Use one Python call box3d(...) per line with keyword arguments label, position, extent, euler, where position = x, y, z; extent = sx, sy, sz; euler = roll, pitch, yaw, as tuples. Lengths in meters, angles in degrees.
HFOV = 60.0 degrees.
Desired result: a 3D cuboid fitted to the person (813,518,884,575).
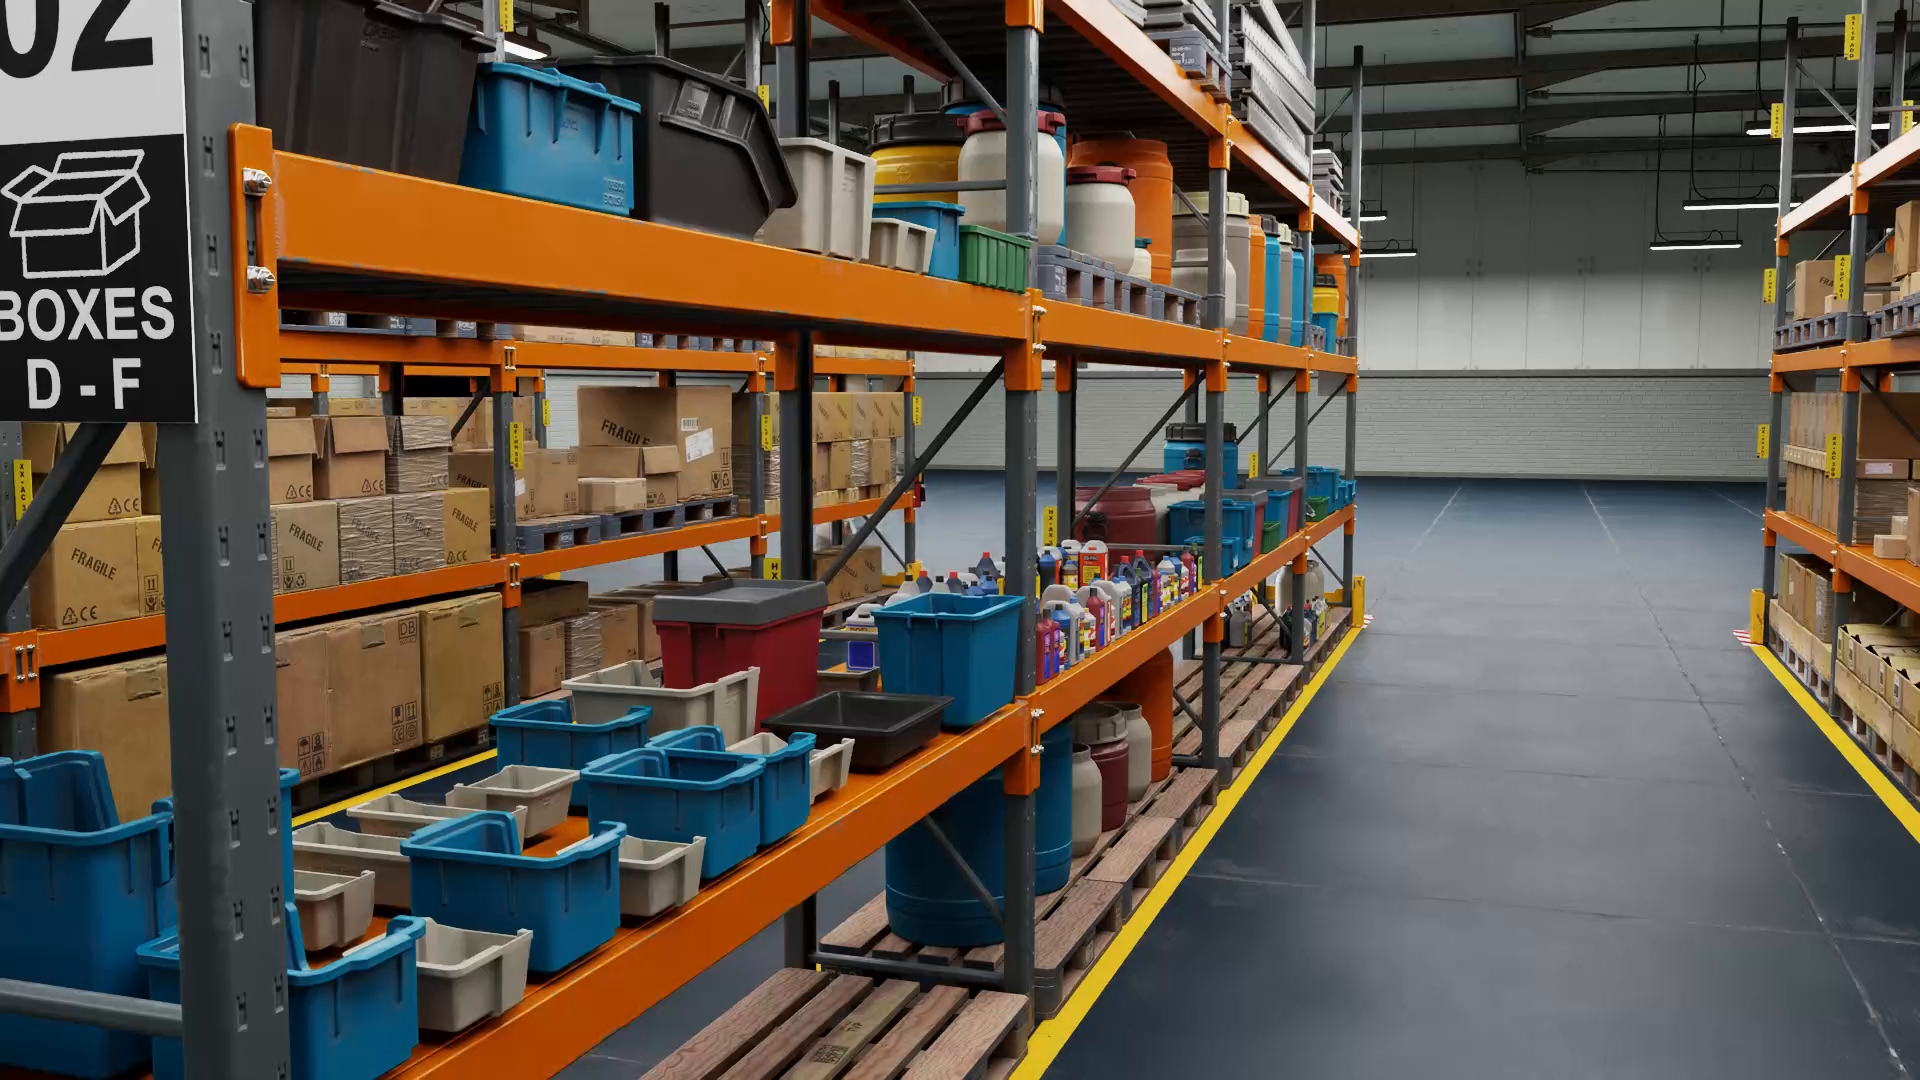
box3d(label="person", position=(-1.494, -0.271, 20.666), extent=(1.086, 1.735, 0.655), euler=(1, 5, 14))
